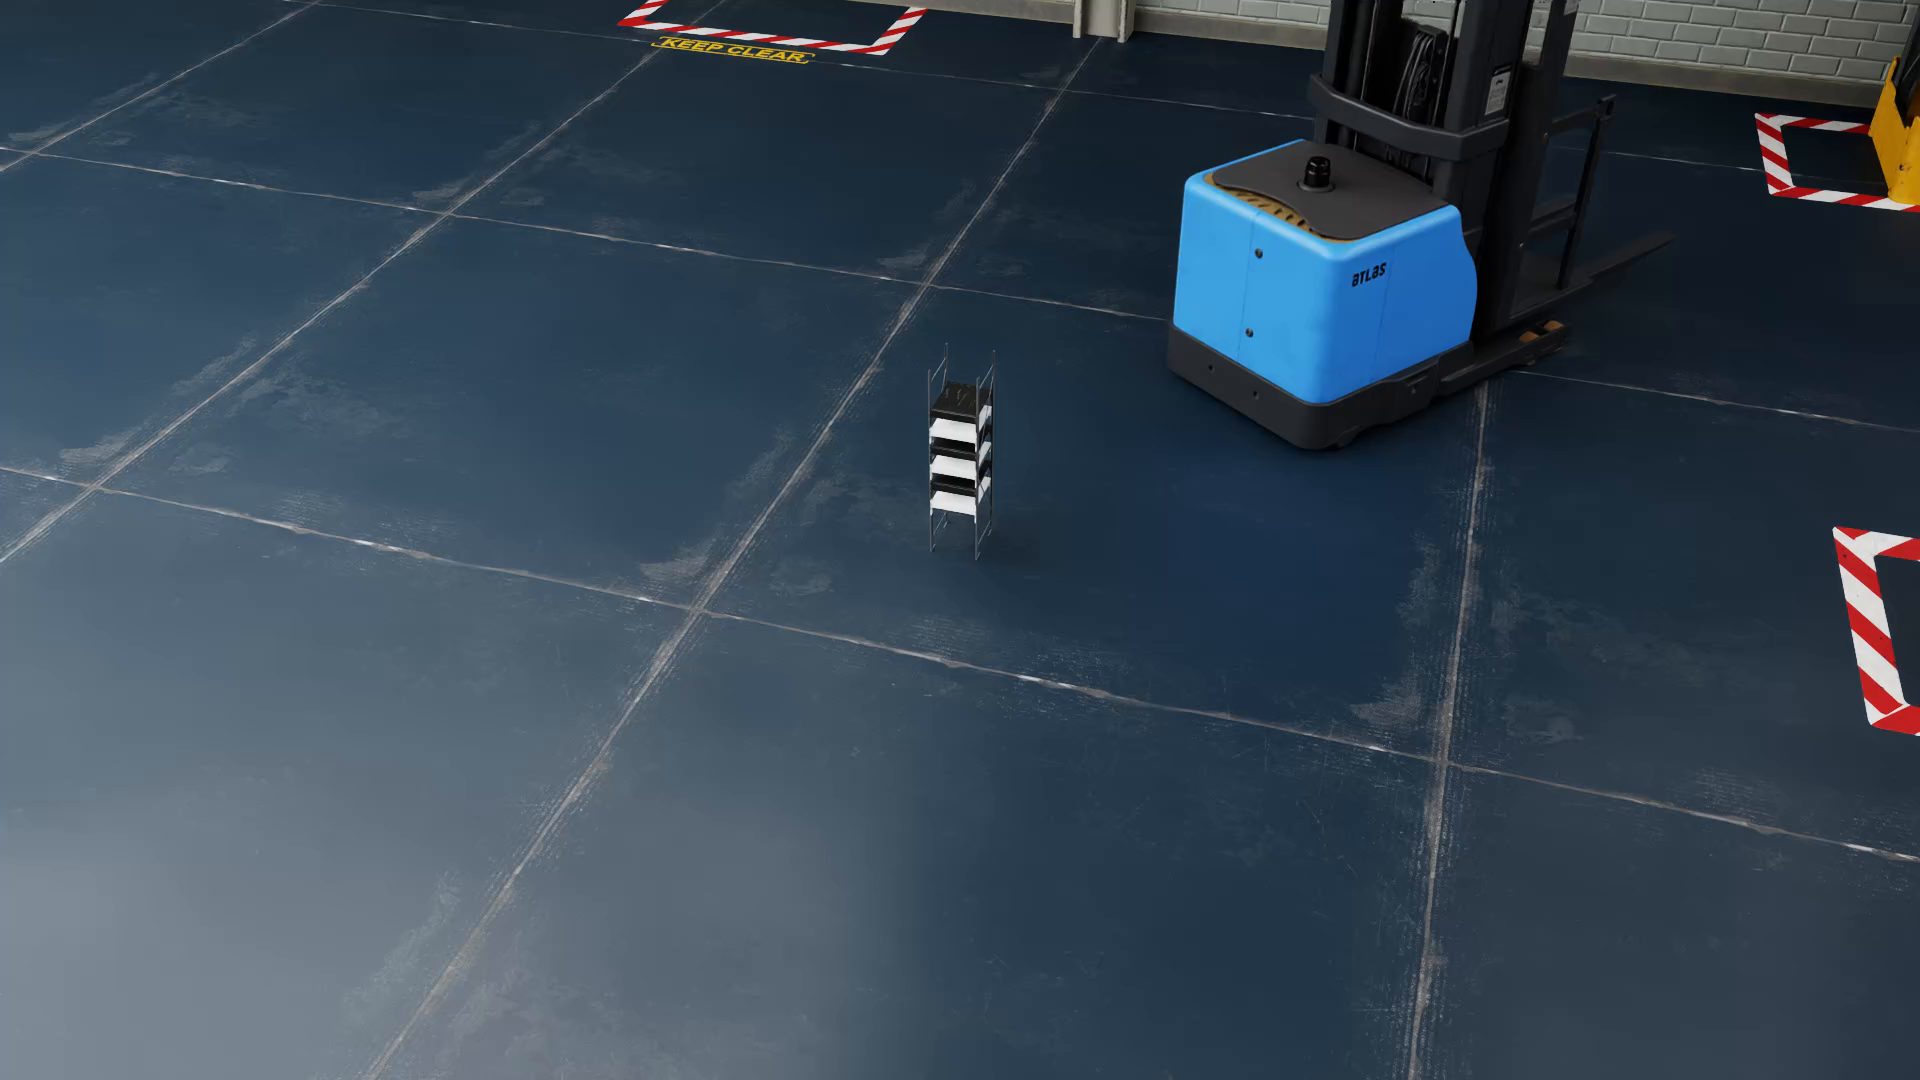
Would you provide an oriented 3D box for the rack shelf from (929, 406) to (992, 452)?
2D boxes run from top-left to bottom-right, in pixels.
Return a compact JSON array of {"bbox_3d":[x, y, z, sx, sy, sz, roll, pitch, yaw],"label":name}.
[{"bbox_3d":[0.008,-0.479,6.894,0.200,0.077,0.258,10,38,14],"label":"rack shelf"}]

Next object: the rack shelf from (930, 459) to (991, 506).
[{"bbox_3d":[0.008,-0.262,7.054,0.200,0.077,0.258,10,38,14],"label":"rack shelf"}]

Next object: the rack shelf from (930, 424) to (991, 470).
[{"bbox_3d":[0.008,-0.407,6.948,0.200,0.077,0.258,10,38,14],"label":"rack shelf"}]

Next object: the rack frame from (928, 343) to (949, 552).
[{"bbox_3d":[-0.089,-0.379,7.006,0.006,0.900,0.240,10,38,14],"label":"rack frame"}]

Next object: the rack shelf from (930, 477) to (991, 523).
[{"bbox_3d":[0.008,-0.189,7.108,0.200,0.077,0.258,10,38,14],"label":"rack shelf"}]

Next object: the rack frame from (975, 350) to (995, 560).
[{"bbox_3d":[0.105,-0.343,6.957,0.006,0.900,0.240,10,38,14],"label":"rack frame"}]

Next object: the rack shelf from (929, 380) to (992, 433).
[{"bbox_3d":[0.008,-0.552,6.841,0.200,0.077,0.258,10,38,14],"label":"rack shelf"}]

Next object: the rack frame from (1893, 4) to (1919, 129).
[{"bbox_3d":[5.870,-3.556,9.551,0.127,3.000,1.000,10,38,14],"label":"rack frame"}]

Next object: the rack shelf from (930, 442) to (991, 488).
[{"bbox_3d":[0.008,-0.334,7.001,0.200,0.077,0.258,10,38,14],"label":"rack shelf"}]

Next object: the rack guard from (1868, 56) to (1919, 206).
[{"bbox_3d":[5.943,-2.536,10.274,0.348,0.500,1.175,10,38,14],"label":"rack guard"}]

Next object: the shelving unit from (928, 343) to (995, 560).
[{"bbox_3d":[0.008,-0.361,6.981,0.210,0.900,0.258,10,38,14],"label":"shelving unit"}]

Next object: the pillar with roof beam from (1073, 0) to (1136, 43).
[{"bbox_3d":[-0.215,-4.963,6.401,0.400,9.000,9.100,10,38,14],"label":"pillar with roof beam"}]

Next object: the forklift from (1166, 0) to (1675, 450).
[{"bbox_3d":[2.520,-2.298,7.900,3.031,2.935,1.130,-24,42,-29],"label":"forklift"}]
